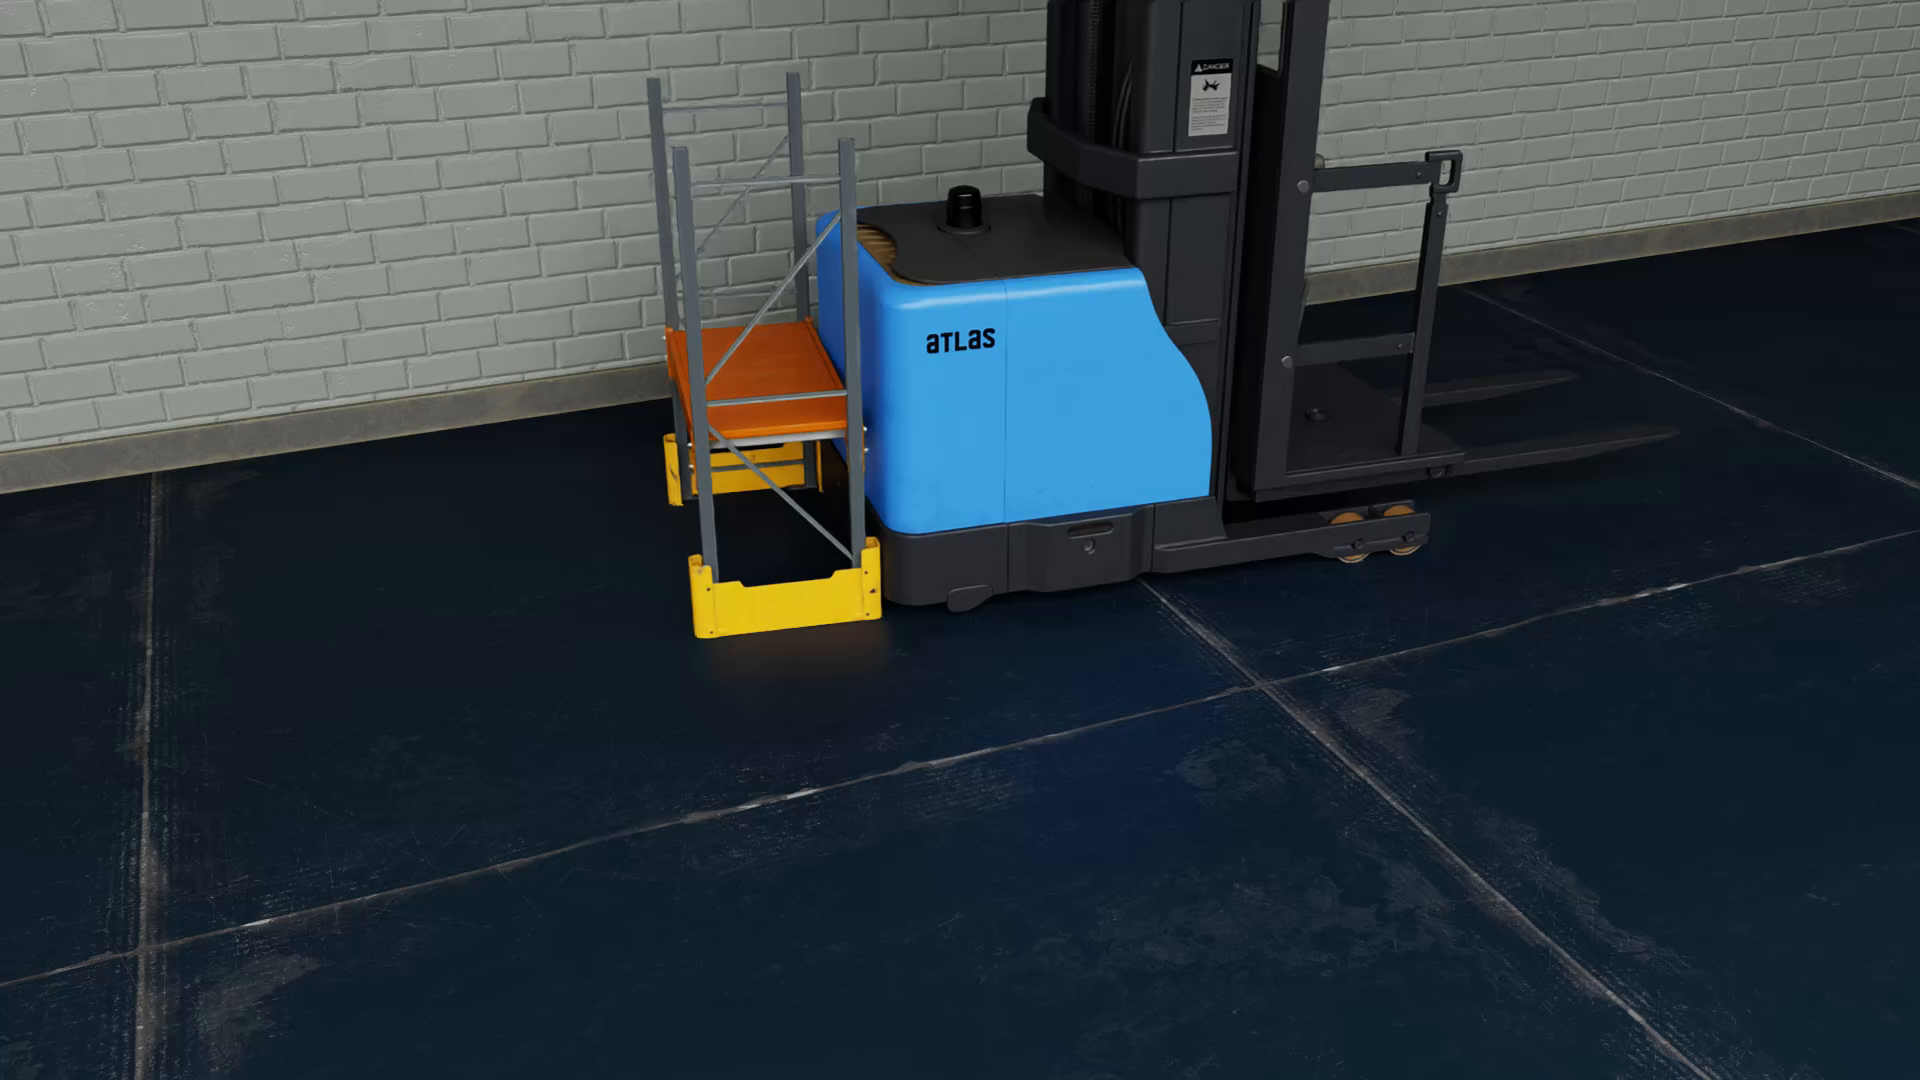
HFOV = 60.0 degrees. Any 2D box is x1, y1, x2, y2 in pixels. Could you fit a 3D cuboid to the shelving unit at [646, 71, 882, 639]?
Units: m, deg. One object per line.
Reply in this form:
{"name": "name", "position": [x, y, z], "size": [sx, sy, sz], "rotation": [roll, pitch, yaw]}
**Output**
{"name": "shelving unit", "position": [-0.654, -0.627, 5.325], "size": [0.587, 1.500, 1.083], "rotation": [-6, 27, -12]}

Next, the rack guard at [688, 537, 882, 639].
{"name": "rack guard", "position": [-0.538, 0.147, 5.164], "size": [0.587, 0.250, 0.087], "rotation": [-6, 27, -12]}

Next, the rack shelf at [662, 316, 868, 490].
{"name": "rack shelf", "position": [-0.656, -0.469, 5.412], "size": [0.538, 0.185, 1.000], "rotation": [-6, 27, -12]}

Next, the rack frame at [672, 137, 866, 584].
{"name": "rack frame", "position": [-0.538, -0.414, 4.889], "size": [0.500, 1.500, 0.032], "rotation": [-6, 27, -12]}

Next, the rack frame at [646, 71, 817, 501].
{"name": "rack frame", "position": [-0.774, -0.848, 5.777], "size": [0.500, 1.500, 0.032], "rotation": [-6, 27, -12]}

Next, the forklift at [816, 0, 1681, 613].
{"name": "forklift", "position": [1.079, -1.452, 5.384], "size": [3.031, 2.935, 1.130], "rotation": [-8, 27, -15]}

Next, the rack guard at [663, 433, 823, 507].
{"name": "rack guard", "position": [-0.770, -0.278, 6.034], "size": [0.587, 0.250, 0.087], "rotation": [-6, 27, -12]}
